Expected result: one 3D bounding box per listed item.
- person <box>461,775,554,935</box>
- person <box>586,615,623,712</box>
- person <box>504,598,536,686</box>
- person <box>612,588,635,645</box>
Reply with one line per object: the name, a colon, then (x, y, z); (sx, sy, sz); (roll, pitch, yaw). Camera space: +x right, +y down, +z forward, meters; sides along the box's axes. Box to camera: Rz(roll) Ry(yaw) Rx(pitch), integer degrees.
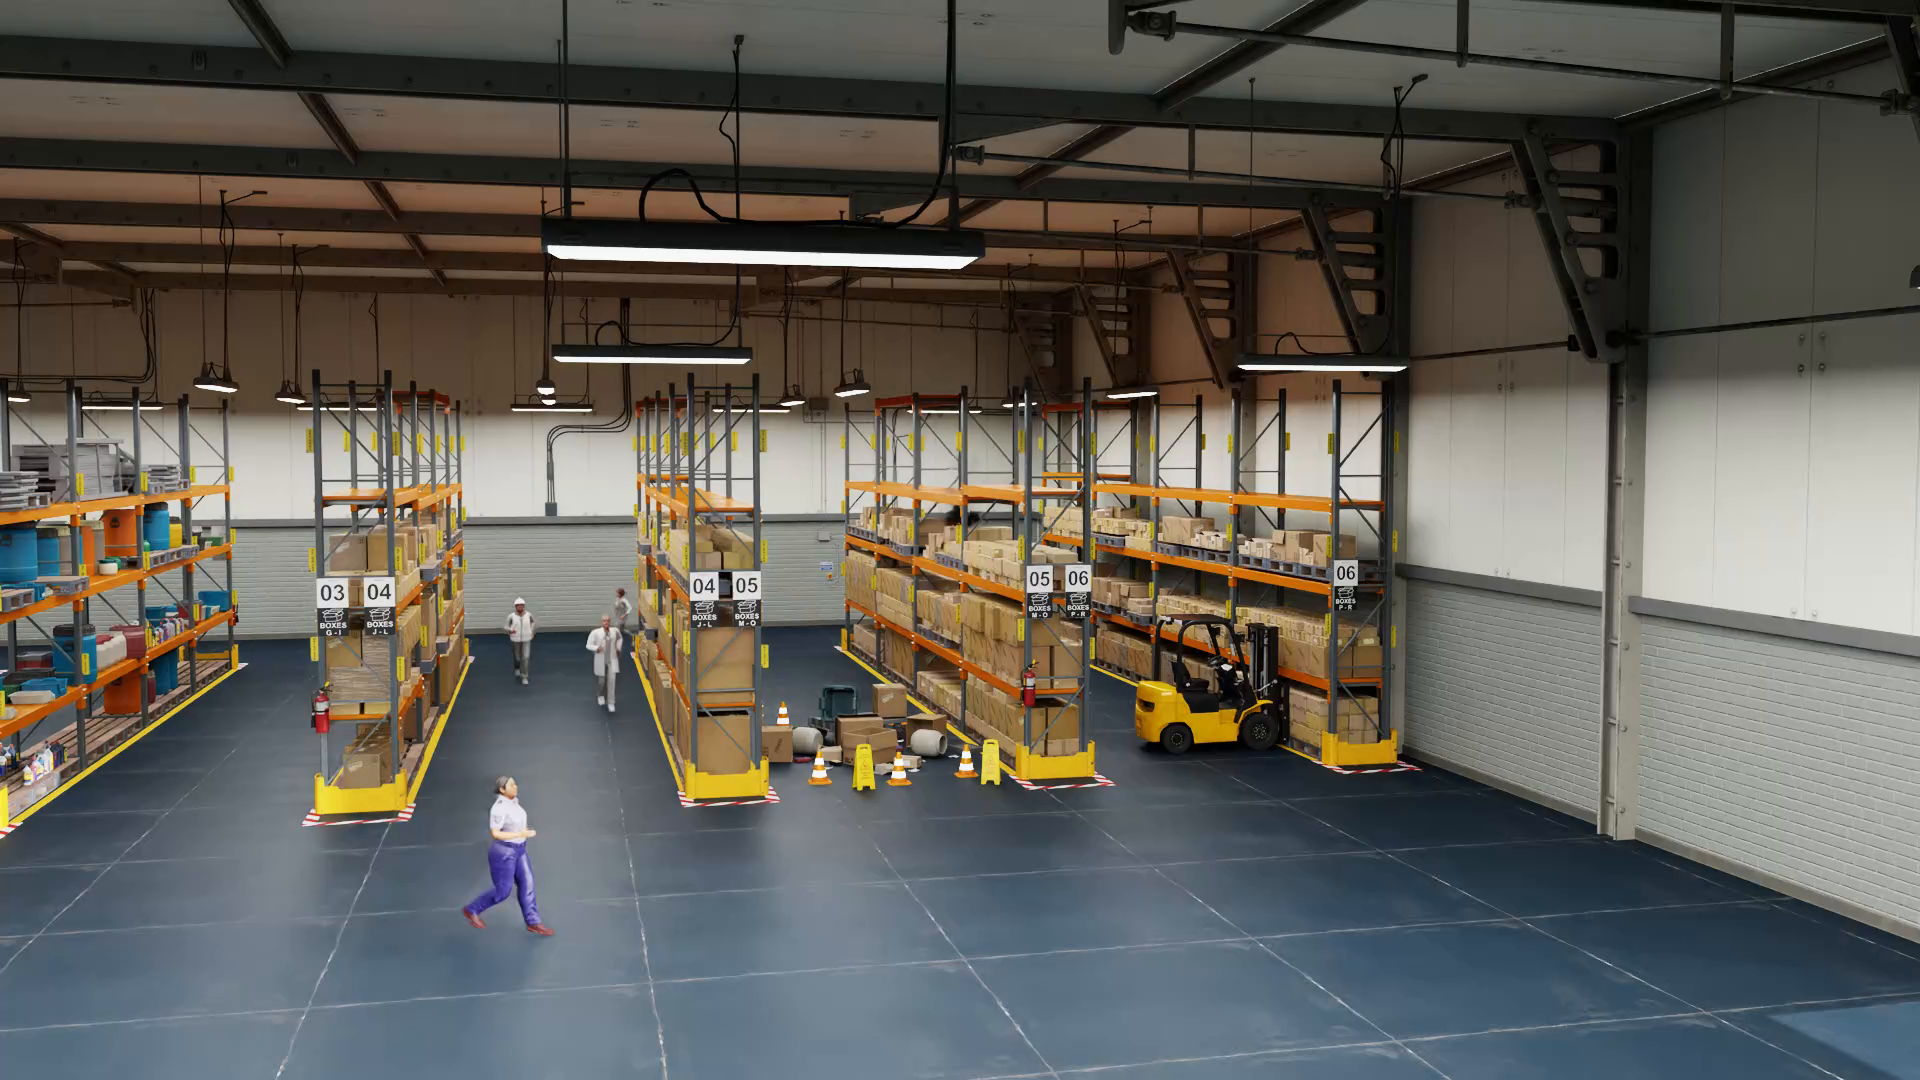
person: (-4.586, 3.193, 16.839); (0.925, 1.646, 0.606); (0, 3, 8)
person: (-6.629, 2.282, 31.145); (0.714, 1.763, 1.082); (-1, 4, -22)
person: (-9.190, 2.106, 34.793); (0.661, 1.781, 0.951); (-1, 3, -20)
person: (-8.148, 1.910, 40.252); (0.876, 1.531, 0.606); (-2, 4, -26)
